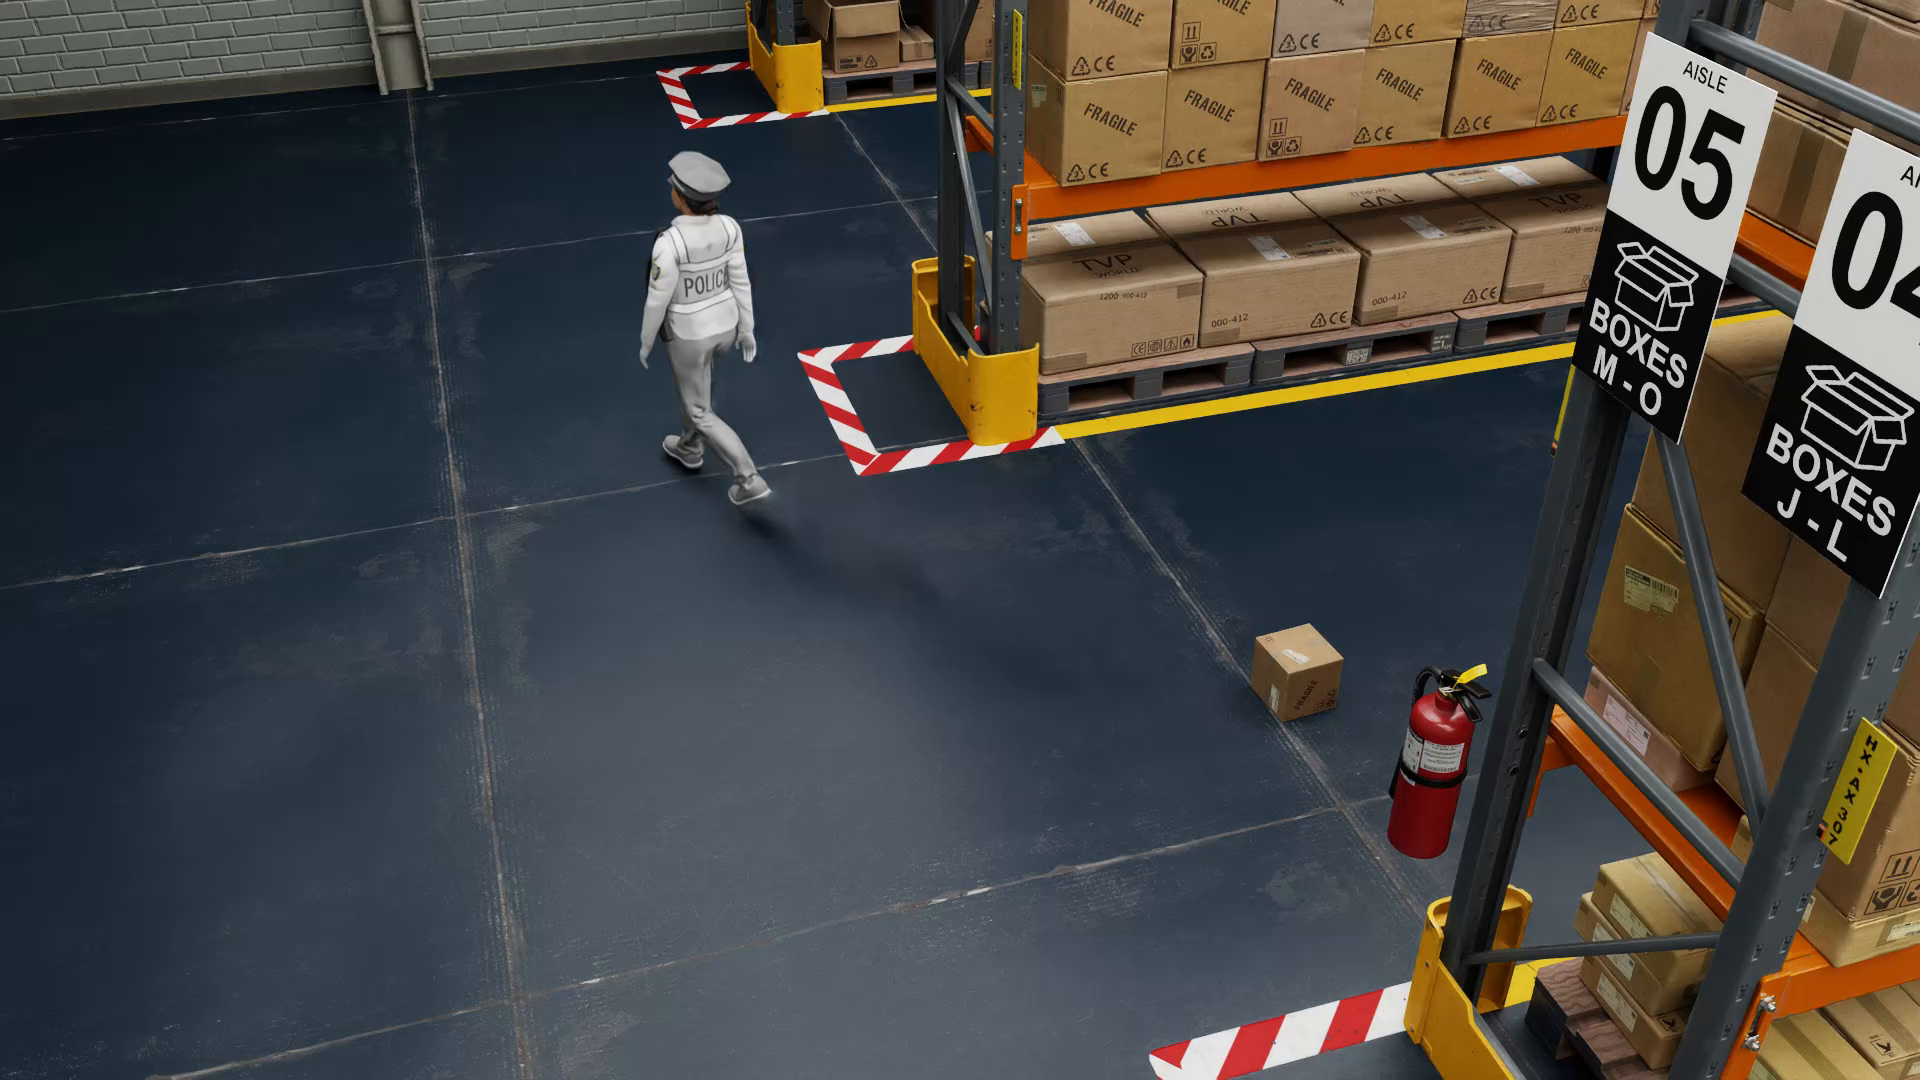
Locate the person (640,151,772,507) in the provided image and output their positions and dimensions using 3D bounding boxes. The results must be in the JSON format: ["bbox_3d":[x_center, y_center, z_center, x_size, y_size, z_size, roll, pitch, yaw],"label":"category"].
[{"bbox_3d":[-1.183,-0.943,7.494,0.909,1.646,0.496,28,43,35],"label":"person"}]
